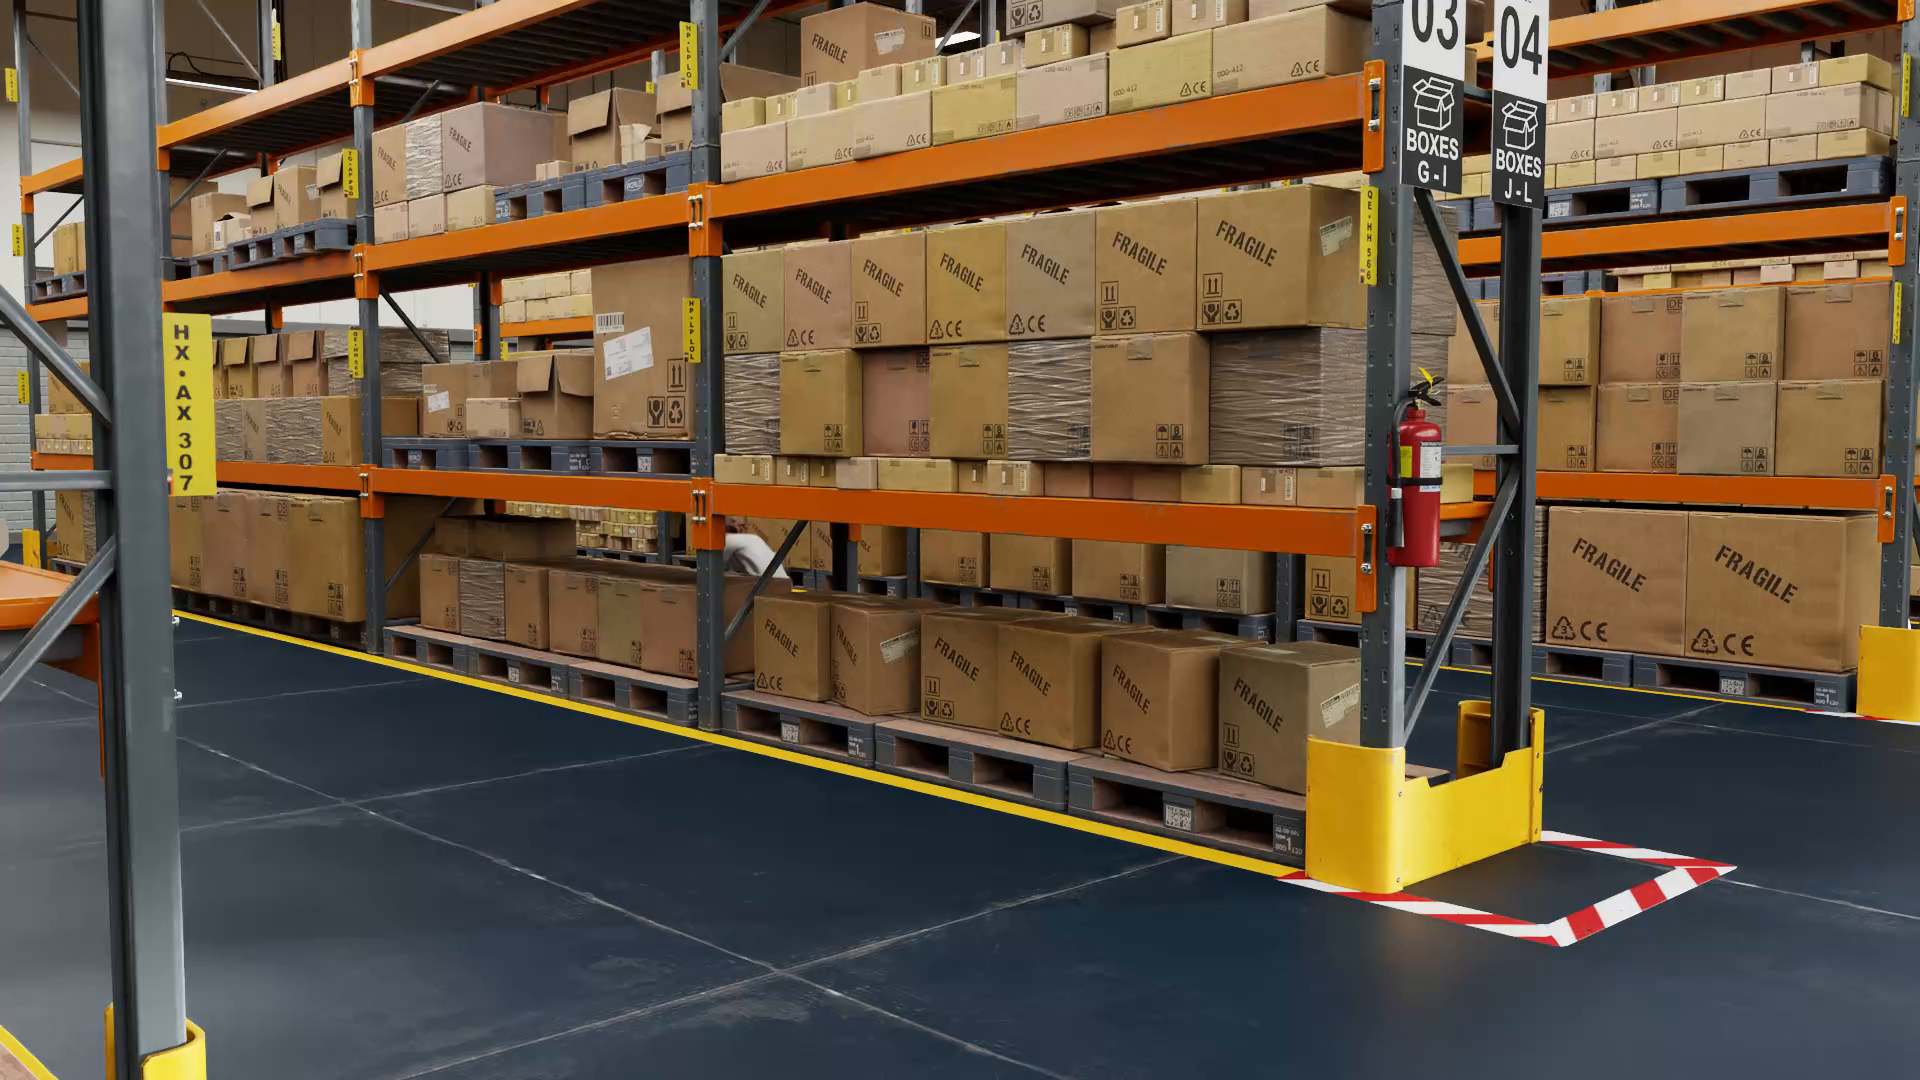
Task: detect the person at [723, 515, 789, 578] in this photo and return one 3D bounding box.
[{"bbox_3d":[-1.598,0.278,12.369,0.485,0.938,0.794,-4,6,-44],"label":"person"}]
